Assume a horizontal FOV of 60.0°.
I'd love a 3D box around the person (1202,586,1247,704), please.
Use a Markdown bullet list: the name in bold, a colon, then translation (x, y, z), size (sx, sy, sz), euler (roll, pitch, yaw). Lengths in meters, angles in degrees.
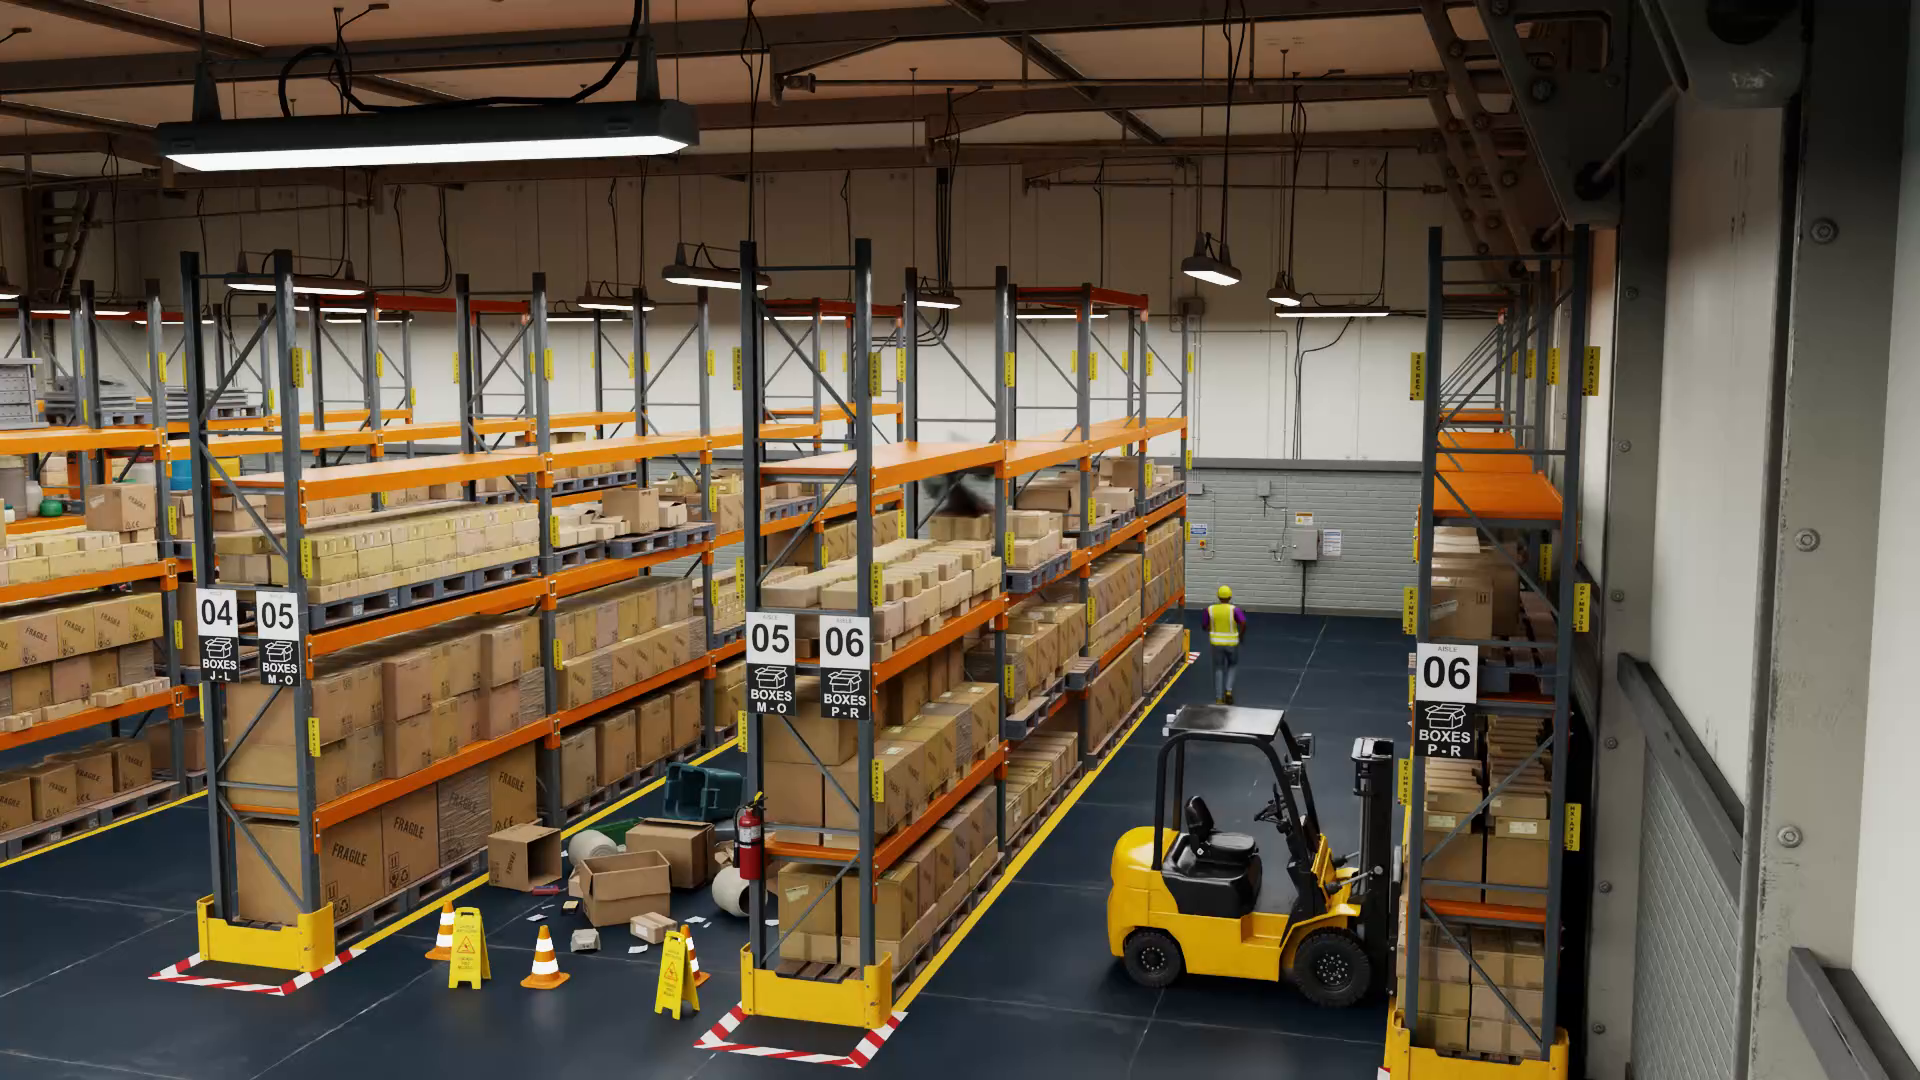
- **person**: translation (3.903, 1.560, 24.502), size (0.675, 1.804, 0.689), euler (2, 7, 14)
